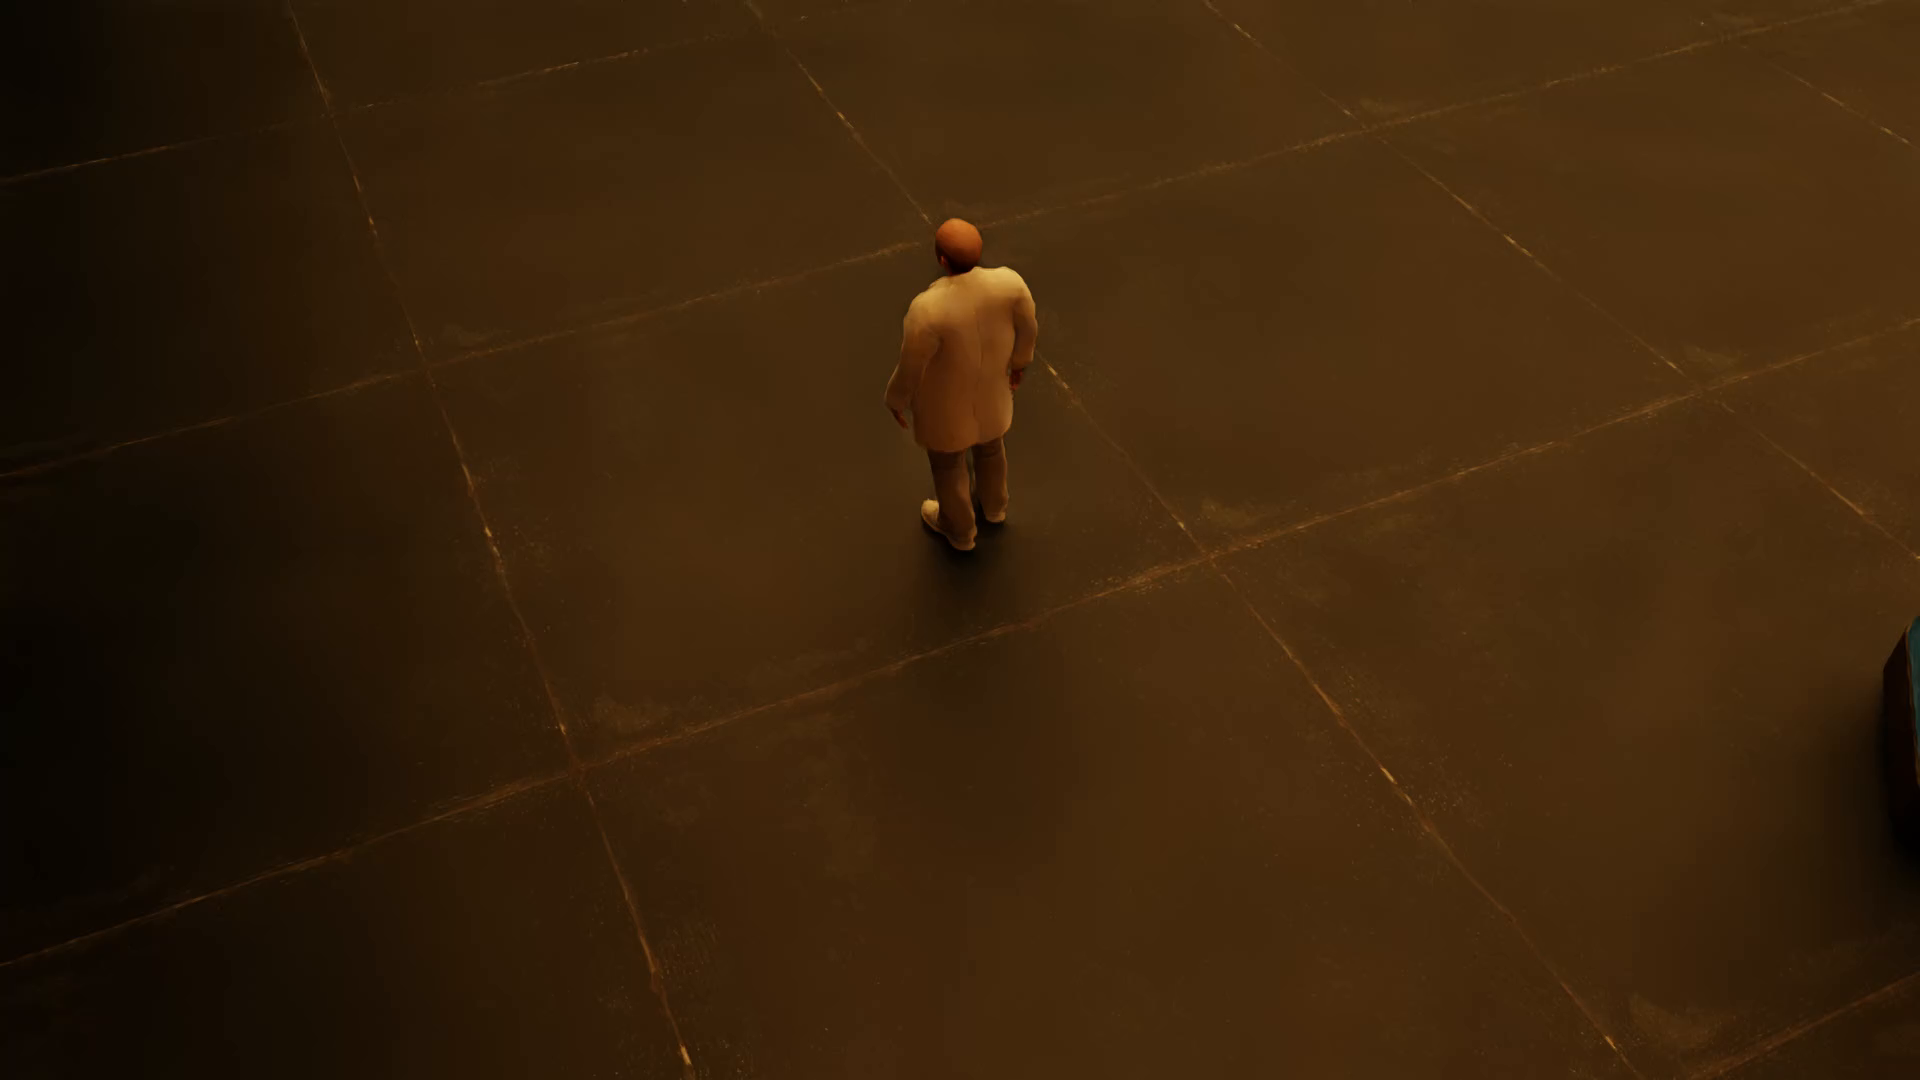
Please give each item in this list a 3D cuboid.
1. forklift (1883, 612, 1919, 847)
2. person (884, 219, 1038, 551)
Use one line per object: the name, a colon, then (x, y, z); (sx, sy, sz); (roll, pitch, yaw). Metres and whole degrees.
forklift: (5.238, 0.162, 5.507); (3.031, 2.935, 1.130); (14, 45, 14)
person: (-0.034, -0.713, 7.278); (0.694, 1.776, 0.579); (-18, 46, -18)
